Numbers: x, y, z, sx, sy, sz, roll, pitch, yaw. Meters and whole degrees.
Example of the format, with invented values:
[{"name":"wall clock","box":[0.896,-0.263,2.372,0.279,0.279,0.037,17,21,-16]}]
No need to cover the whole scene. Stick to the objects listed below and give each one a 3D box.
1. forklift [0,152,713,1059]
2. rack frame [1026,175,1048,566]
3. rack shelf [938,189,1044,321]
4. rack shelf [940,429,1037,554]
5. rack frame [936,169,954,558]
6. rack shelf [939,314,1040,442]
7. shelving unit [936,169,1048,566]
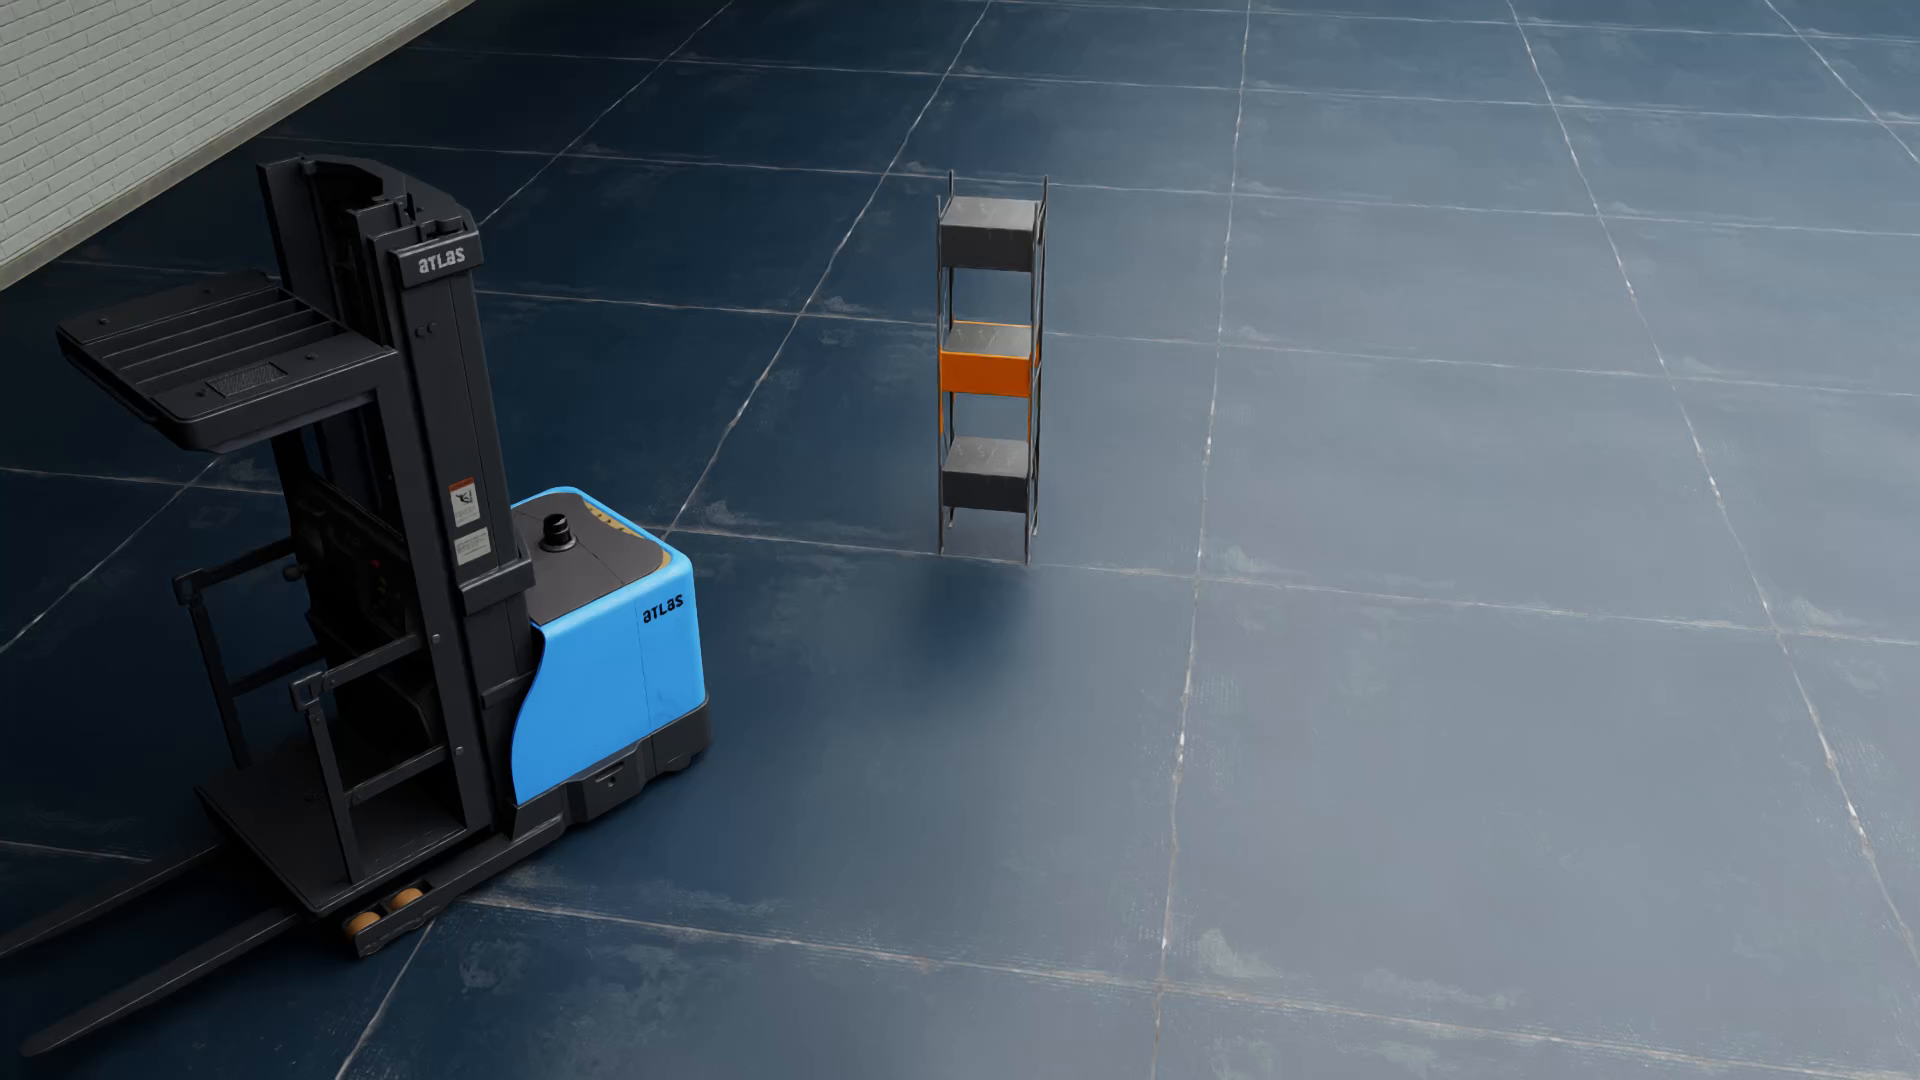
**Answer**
[{"name":"forklift","box":[-2.555,0.126,6.460,1.130,2.935,3.031,28,41,37]},{"name":"rack frame","box":[0.404,-0.853,8.808,0.015,2.100,0.400,5,32,8]},{"name":"rack shelf","box":[0.163,-1.457,8.479,0.480,0.518,0.431,5,32,8]},{"name":"rack shelf","box":[0.163,-0.270,9.222,0.480,0.518,0.431,5,32,8]},{"name":"rack frame","box":[-0.077,-0.897,8.878,0.015,2.100,0.400,5,32,8]},{"name":"rack shelf","box":[0.163,-0.864,8.850,0.480,0.518,0.431,5,32,8]},{"name":"shelving unit","box":[0.163,-0.875,8.843,0.503,2.100,0.431,5,32,8]}]
